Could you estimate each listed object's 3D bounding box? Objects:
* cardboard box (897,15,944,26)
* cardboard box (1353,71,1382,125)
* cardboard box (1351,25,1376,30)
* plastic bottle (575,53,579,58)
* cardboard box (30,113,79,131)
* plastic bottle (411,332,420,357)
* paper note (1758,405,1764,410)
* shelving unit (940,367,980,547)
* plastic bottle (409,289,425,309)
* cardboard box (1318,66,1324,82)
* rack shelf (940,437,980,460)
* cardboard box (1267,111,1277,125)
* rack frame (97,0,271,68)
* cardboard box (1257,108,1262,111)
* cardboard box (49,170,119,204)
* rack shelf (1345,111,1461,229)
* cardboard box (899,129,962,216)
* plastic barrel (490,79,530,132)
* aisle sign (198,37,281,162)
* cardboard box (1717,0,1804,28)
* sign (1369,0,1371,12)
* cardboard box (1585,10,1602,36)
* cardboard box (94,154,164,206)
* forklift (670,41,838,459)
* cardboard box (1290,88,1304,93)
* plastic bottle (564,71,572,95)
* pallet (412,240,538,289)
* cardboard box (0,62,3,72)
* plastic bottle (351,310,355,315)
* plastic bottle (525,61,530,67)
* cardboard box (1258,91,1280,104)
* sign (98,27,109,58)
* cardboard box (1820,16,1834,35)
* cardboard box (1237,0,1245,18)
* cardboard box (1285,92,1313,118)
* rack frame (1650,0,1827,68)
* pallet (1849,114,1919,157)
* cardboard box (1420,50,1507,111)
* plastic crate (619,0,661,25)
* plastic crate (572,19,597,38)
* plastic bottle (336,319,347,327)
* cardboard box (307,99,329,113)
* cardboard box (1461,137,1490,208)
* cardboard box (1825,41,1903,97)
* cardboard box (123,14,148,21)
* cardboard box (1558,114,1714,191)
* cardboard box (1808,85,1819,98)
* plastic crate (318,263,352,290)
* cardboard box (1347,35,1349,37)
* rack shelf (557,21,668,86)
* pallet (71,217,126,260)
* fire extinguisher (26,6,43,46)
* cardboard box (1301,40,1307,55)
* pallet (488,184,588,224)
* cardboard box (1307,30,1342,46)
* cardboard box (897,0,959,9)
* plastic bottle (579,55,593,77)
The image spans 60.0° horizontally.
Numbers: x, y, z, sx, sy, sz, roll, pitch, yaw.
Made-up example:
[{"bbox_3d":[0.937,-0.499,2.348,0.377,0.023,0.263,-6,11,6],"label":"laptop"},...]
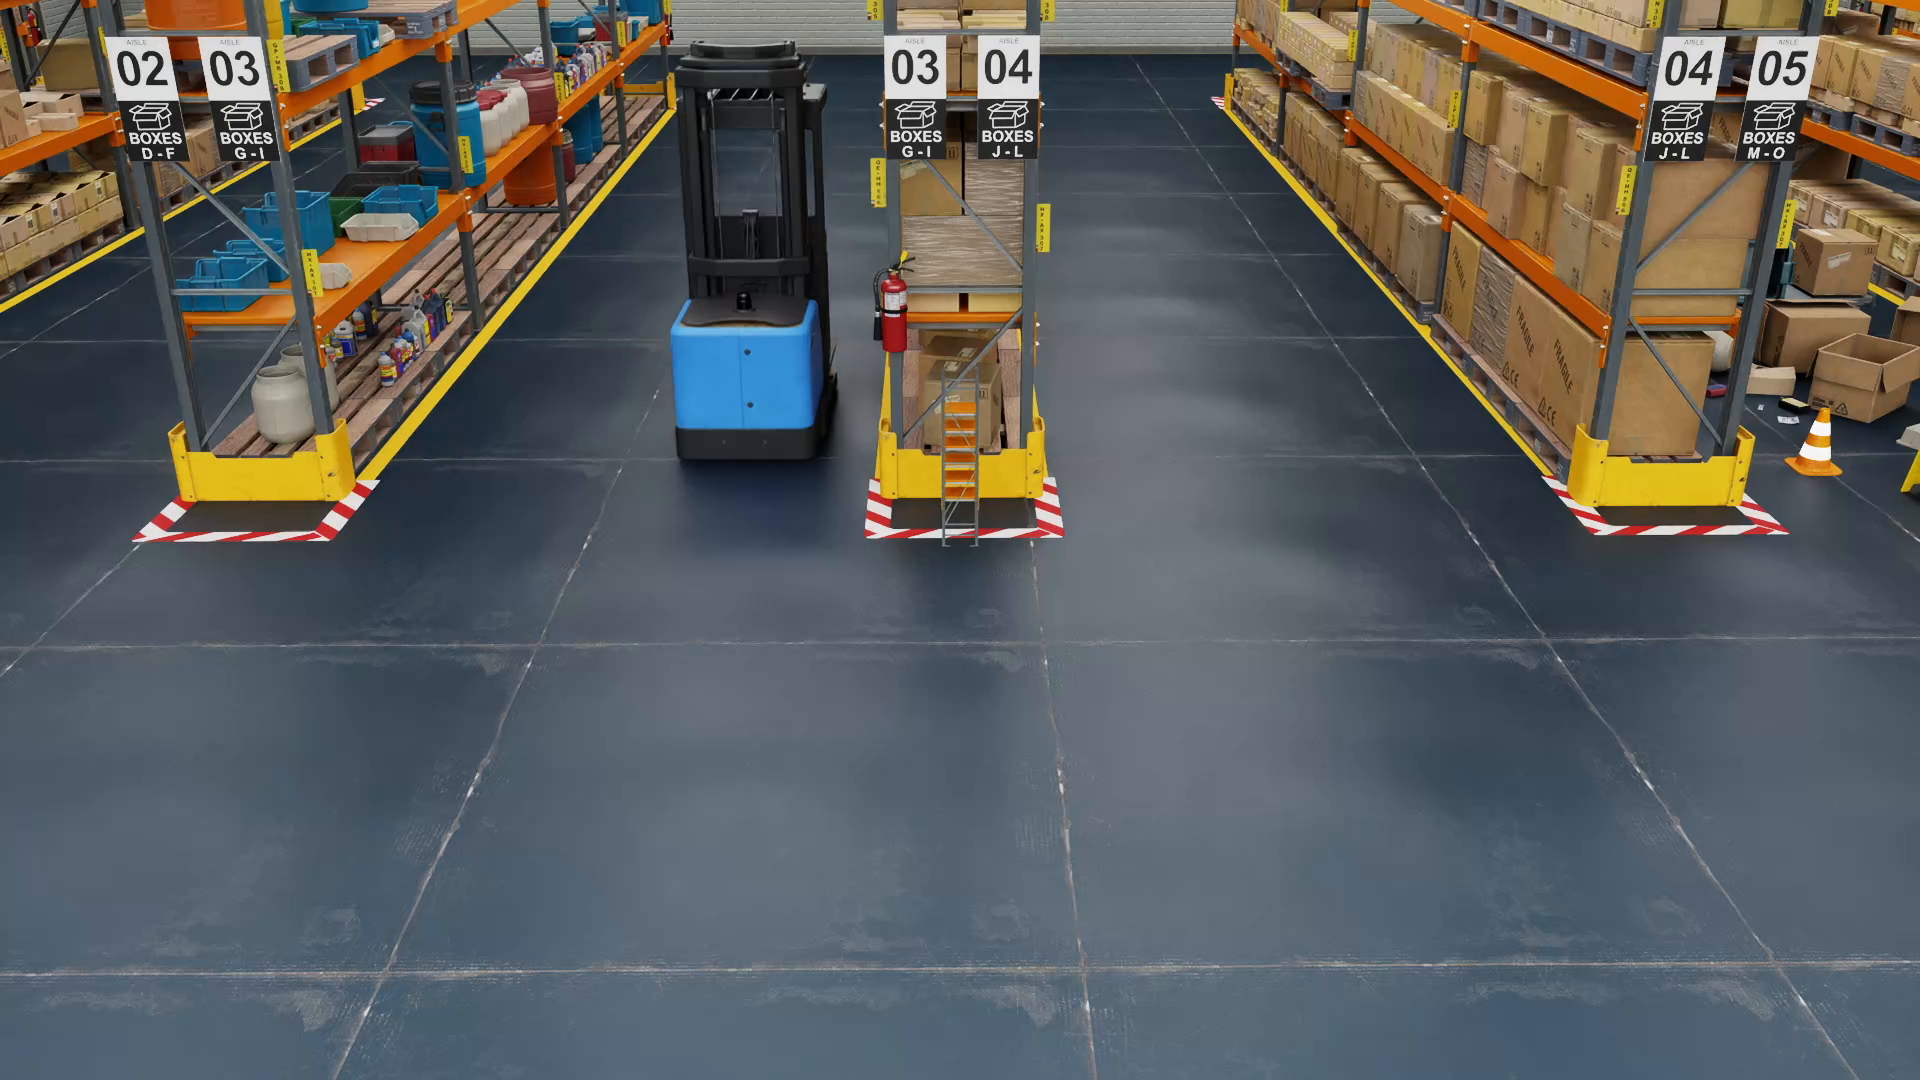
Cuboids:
[{"bbox_3d":[-0.301,-3.518,11.446,0.380,0.149,0.250,-1,24,-3],"label":"cardboard box"},{"bbox_3d":[4.620,-4.841,18.193,0.500,0.500,0.500,0,24,0],"label":"cardboard box"},{"bbox_3d":[5.055,-6.276,20.561,0.380,0.149,0.250,-1,24,-3],"label":"cardboard box"},{"bbox_3d":[-4.859,-6.041,21.123,0.097,0.271,0.097,0,24,0],"label":"plastic bottle"},{"bbox_3d":[-9.695,-4.474,17.808,0.380,0.149,0.250,0,24,-1],"label":"cardboard box"},{"bbox_3d":[-4.657,-1.664,14.152,0.097,0.201,0.097,0,24,0],"label":"plastic bottle"},{"bbox_3d":[6.573,-1.089,13.646,0.032,0.001,0.123,13,27,27],"label":"paper note"},{"bbox_3d":[0.000,-0.541,10.989,0.258,1.200,0.189,0,24,-1],"label":"shelving unit"},{"bbox_3d":[-4.833,-2.059,14.844,0.144,0.351,0.185,0,24,-1],"label":"plastic bottle"},{"bbox_3d":[4.416,-5.468,19.496,0.380,0.149,0.250,0,24,0],"label":"cardboard box"},{"bbox_3d":[0.000,-0.609,10.958,0.258,0.103,0.180,0,24,-1],"label":"rack shelf"},{"bbox_3d":[4.505,-5.898,23.239,0.380,0.149,0.250,-1,24,-3],"label":"cardboard box"},{"bbox_3d":[-4.941,-4.416,10.094,1.000,3.000,0.127,0,24,-1],"label":"rack frame"},{"bbox_3d":[4.550,-6.217,24.306,0.380,0.149,0.250,0,24,0],"label":"cardboard box"},{"bbox_3d":[-9.729,-3.938,18.463,0.500,0.311,0.500,0,24,1],"label":"cardboard box"},{"bbox_3d":[4.907,-3.830,16.951,1.077,0.370,4.000,0,24,-1],"label":"rack shelf"},{"bbox_3d":[-0.241,-2.567,11.590,0.500,0.500,0.500,0,24,-1],"label":"cardboard box"},{"bbox_3d":[-4.803,-4.607,17.661,0.421,0.512,0.421,0,24,0],"label":"plastic barrel"},{"bbox_3d":[-4.647,-2.839,10.732,0.394,0.787,0.004,0,24,-1],"label":"aisle sign"},{"bbox_3d":[5.224,-3.556,11.023,0.500,0.250,0.500,0,24,-1],"label":"cardboard box"},{"bbox_3d":[5.397,-7.162,22.040,0.100,0.325,0.005,0,24,-1],"label":"sign"},{"bbox_3d":[4.623,-3.624,11.656,0.380,0.149,0.250,0,24,0],"label":"cardboard box"},{"bbox_3d":[-9.700,-4.209,19.415,0.500,0.500,0.500,1,24,2],"label":"cardboard box"},{"bbox_3d":[-1.597,-2.495,13.209,1.130,2.935,3.031,0,24,0],"label":"forklift"},{"bbox_3d":[5.017,-6.479,24.163,0.380,0.149,0.250,-1,24,-3],"label":"cardboard box"},{"bbox_3d":[-4.673,-5.447,19.794,0.061,0.283,0.133,0,24,-1],"label":"plastic bottle"},{"bbox_3d":[-5.048,-2.888,17.378,1.003,0.211,1.213,0,24,-1],"label":"pallet"},{"bbox_3d":[-14.727,-7.133,25.119,0.380,0.149,0.250,0,24,1],"label":"cardboard box"},{"bbox_3d":[-5.390,-1.990,14.690,0.144,0.351,0.185,0,24,1],"label":"plastic bottle"},{"bbox_3d":[-5.315,-5.772,20.527,0.097,0.271,0.097,0,24,0],"label":"plastic bottle"},{"bbox_3d":[4.505,-6.365,23.912,0.380,0.149,0.250,-1,24,-3],"label":"cardboard box"},{"bbox_3d":[-9.426,-5.490,18.343,0.100,0.325,0.005,0,24,-1],"label":"sign"},{"bbox_3d":[9.567,-5.759,19.008,0.500,0.500,0.500,-1,24,-2],"label":"cardboard box"},{"bbox_3d":[4.527,-8.273,25.420,0.500,0.500,0.500,1,24,2],"label":"cardboard box"},{"bbox_3d":[4.586,-5.719,21.868,0.500,0.250,0.500,-1,24,-3],"label":"cardboard box"},{"bbox_3d":[4.973,-4.419,10.100,1.000,3.000,0.127,0,24,-1],"label":"rack frame"},{"bbox_3d":[9.897,-4.143,17.003,1.003,0.211,1.213,0,24,-1],"label":"pallet"},{"bbox_3d":[4.905,-4.459,16.135,0.700,0.500,0.500,0,24,0],"label":"cardboard box"},{"bbox_3d":[-4.925,-8.182,25.585,0.616,0.435,0.499,0,24,-1],"label":"plastic crate"},{"bbox_3d":[-5.424,-7.457,24.228,0.416,0.233,0.300,0,24,-1],"label":"plastic crate"},{"bbox_3d":[-5.349,-1.815,14.401,0.097,0.271,0.097,0,24,0],"label":"plastic bottle"},{"bbox_3d":[-9.836,-6.588,24.979,0.500,0.250,0.500,0,24,-1],"label":"cardboard box"},{"bbox_3d":[4.945,-3.250,14.614,0.875,0.550,0.550,0,24,-1],"label":"cardboard box"},{"bbox_3d":[9.620,-5.017,17.711,0.500,0.500,0.500,1,24,2],"label":"cardboard box"},{"bbox_3d":[-10.172,-6.364,21.050,0.700,0.500,0.500,4,25,8],"label":"cardboard box"},{"bbox_3d":[5.039,-2.856,12.433,0.875,0.550,0.550,0,24,-1],"label":"cardboard box"},{"bbox_3d":[9.652,-4.988,18.434,0.380,0.149,0.250,-2,24,-4],"label":"cardboard box"},{"bbox_3d":[-4.629,-1.932,12.203,0.298,0.136,0.250,0,24,-1],"label":"plastic crate"},{"bbox_3d":[5.056,-6.249,20.861,0.380,0.149,0.250,-1,24,-3],"label":"cardboard box"},{"bbox_3d":[-5.093,-7.124,24.233,1.077,0.370,4.000,0,24,-1],"label":"rack shelf"},{"bbox_3d":[-10.011,-3.348,18.397,1.003,0.211,1.213,0,24,-1],"label":"pallet"},{"bbox_3d":[-14.562,-8.090,26.044,0.296,0.674,0.183,0,24,-1],"label":"fire extinguisher"},{"bbox_3d":[4.405,-6.034,20.385,0.380,0.149,0.250,-1,24,-2],"label":"cardboard box"},{"bbox_3d":[-5.078,-4.033,19.911,1.003,0.211,1.213,0,24,-1],"label":"pallet"},{"bbox_3d":[4.410,-6.063,20.088,0.380,0.149,0.250,1,24,2],"label":"cardboard box"},{"bbox_3d":[-0.258,-4.118,11.986,0.500,0.500,0.500,0,24,-1],"label":"cardboard box"},{"bbox_3d":[-4.733,-5.996,21.018,0.152,0.276,0.135,0,24,-1],"label":"plastic bottle"}]
